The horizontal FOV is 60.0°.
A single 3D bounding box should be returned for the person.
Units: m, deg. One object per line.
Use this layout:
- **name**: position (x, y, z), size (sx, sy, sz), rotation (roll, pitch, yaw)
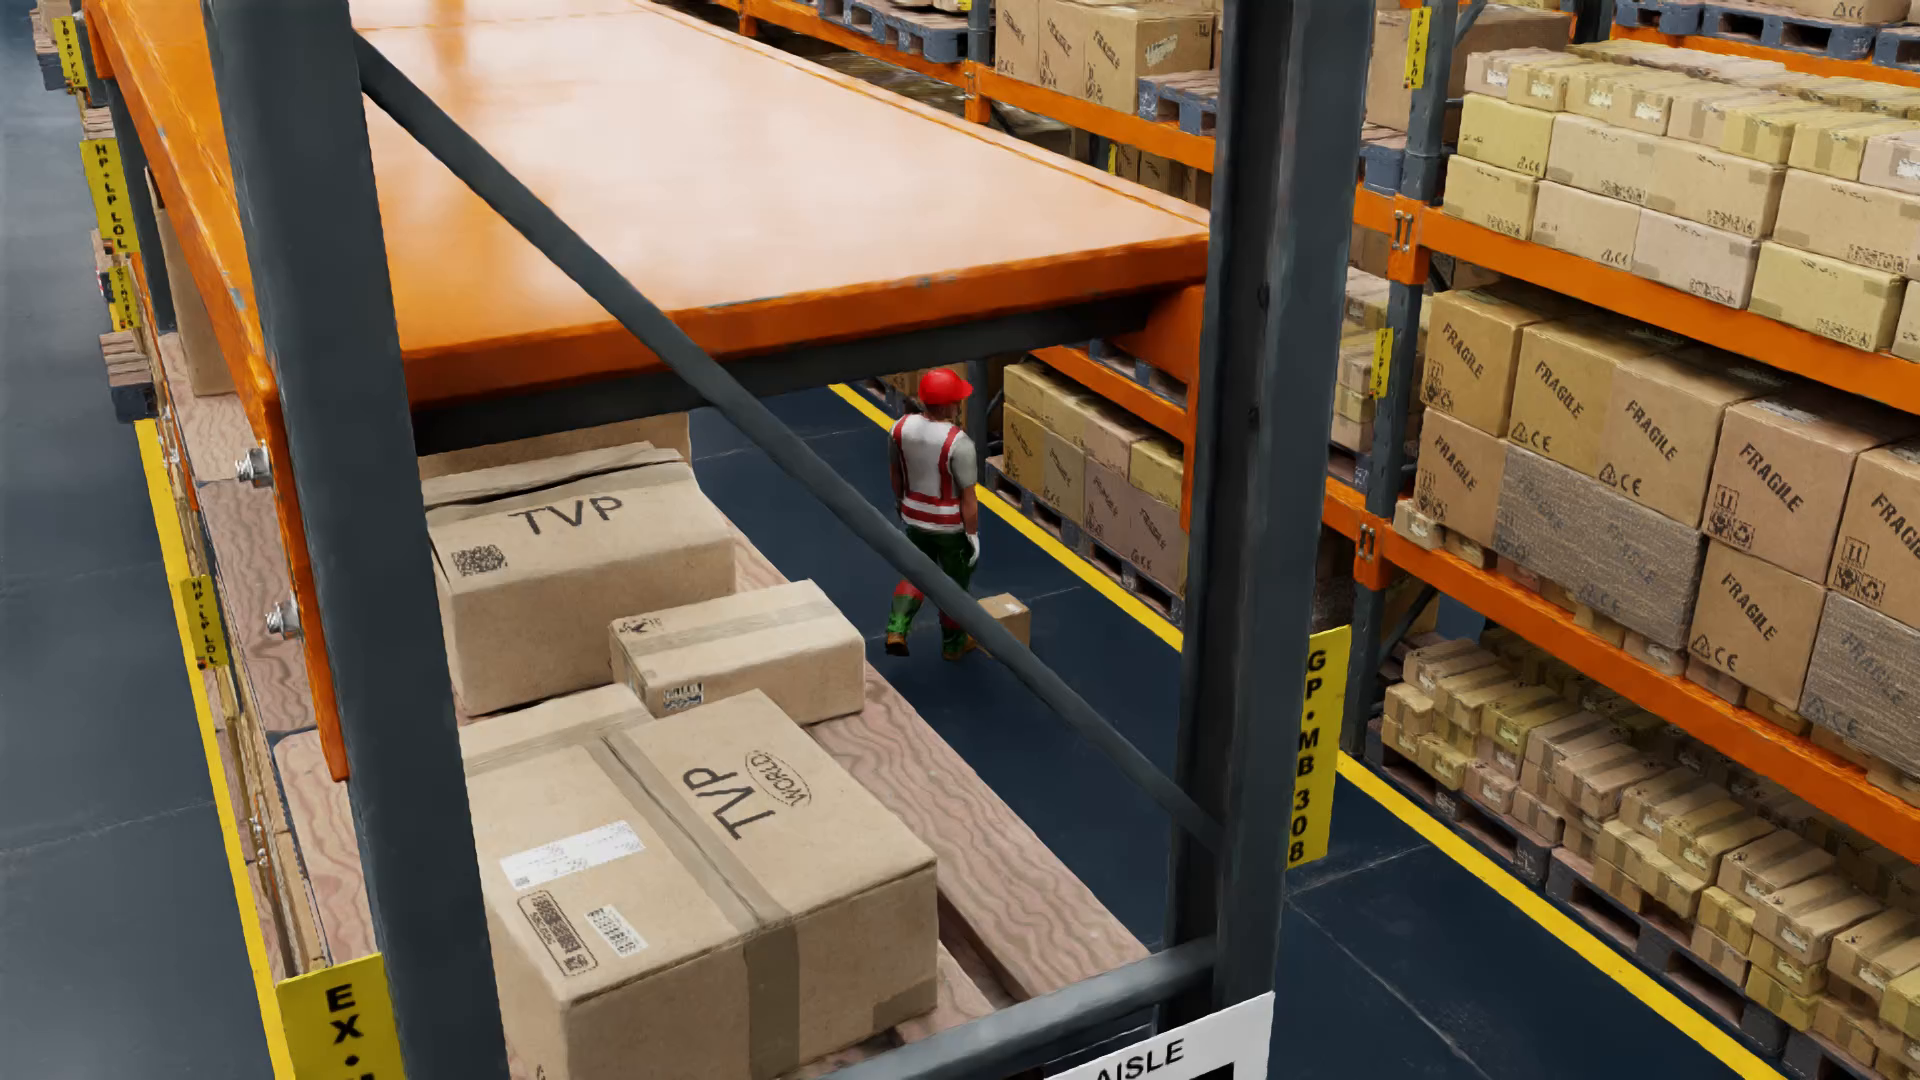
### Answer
- **person**: position (-0.116, -0.113, 8.822), size (0.598, 1.773, 0.710), rotation (14, 29, 28)
